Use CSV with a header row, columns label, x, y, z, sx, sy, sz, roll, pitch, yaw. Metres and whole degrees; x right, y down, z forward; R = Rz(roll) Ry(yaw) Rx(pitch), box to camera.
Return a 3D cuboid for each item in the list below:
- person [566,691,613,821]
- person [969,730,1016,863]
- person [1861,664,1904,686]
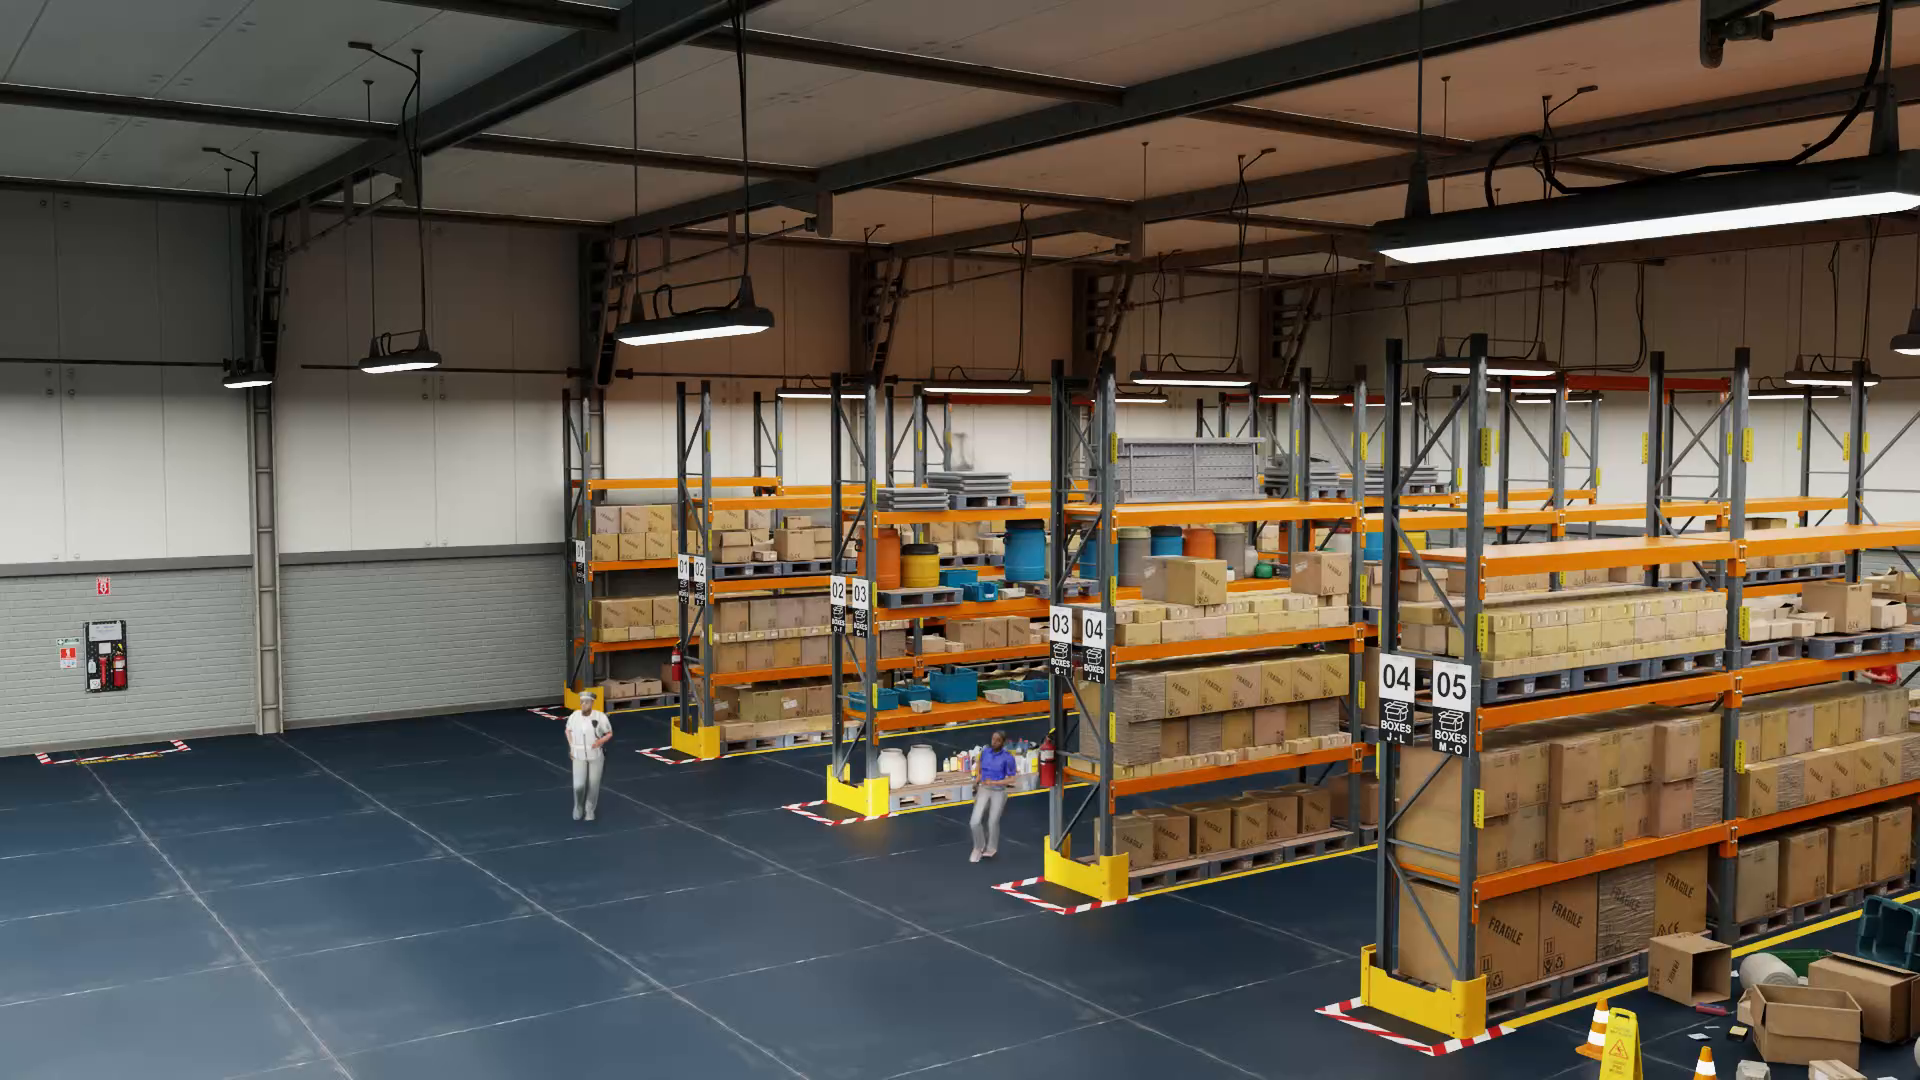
label,x,y,z,sx,sy,sz,roll,pitch,yaw
person,-4.931,2.874,22.033,0.639,1.755,0.616,0,4,-5
person,0.412,3.085,19.978,0.597,1.655,0.645,2,4,22
person,15.548,2.538,28.072,0.703,1.732,0.873,0,4,1
